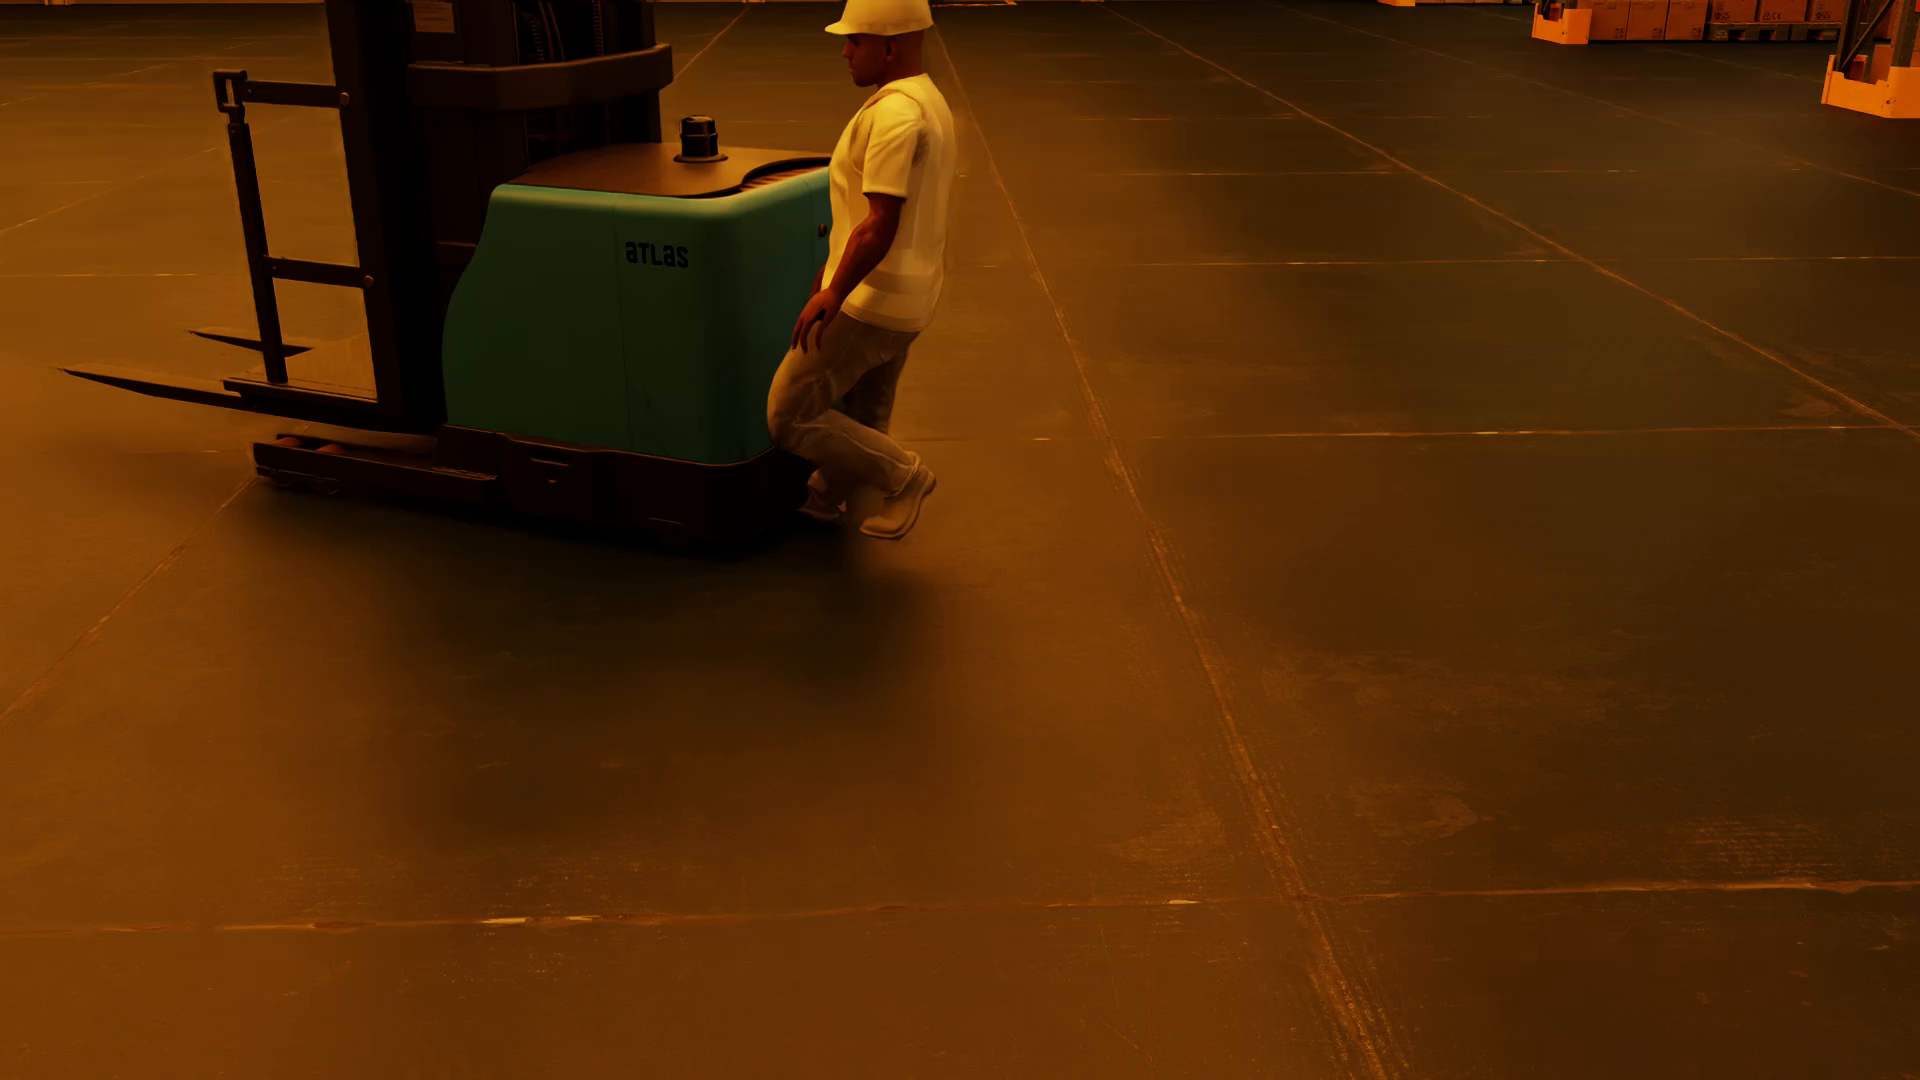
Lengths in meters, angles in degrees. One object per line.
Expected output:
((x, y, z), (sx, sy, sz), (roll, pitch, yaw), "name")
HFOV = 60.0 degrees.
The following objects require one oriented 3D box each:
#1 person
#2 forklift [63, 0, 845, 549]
((-0.375, -0.726, 4.745), (0.732, 1.679, 0.755), (4, 22, 9), "person")
((-1.823, -1.680, 5.441), (3.031, 2.935, 1.130), (9, 23, 22), "forklift")
